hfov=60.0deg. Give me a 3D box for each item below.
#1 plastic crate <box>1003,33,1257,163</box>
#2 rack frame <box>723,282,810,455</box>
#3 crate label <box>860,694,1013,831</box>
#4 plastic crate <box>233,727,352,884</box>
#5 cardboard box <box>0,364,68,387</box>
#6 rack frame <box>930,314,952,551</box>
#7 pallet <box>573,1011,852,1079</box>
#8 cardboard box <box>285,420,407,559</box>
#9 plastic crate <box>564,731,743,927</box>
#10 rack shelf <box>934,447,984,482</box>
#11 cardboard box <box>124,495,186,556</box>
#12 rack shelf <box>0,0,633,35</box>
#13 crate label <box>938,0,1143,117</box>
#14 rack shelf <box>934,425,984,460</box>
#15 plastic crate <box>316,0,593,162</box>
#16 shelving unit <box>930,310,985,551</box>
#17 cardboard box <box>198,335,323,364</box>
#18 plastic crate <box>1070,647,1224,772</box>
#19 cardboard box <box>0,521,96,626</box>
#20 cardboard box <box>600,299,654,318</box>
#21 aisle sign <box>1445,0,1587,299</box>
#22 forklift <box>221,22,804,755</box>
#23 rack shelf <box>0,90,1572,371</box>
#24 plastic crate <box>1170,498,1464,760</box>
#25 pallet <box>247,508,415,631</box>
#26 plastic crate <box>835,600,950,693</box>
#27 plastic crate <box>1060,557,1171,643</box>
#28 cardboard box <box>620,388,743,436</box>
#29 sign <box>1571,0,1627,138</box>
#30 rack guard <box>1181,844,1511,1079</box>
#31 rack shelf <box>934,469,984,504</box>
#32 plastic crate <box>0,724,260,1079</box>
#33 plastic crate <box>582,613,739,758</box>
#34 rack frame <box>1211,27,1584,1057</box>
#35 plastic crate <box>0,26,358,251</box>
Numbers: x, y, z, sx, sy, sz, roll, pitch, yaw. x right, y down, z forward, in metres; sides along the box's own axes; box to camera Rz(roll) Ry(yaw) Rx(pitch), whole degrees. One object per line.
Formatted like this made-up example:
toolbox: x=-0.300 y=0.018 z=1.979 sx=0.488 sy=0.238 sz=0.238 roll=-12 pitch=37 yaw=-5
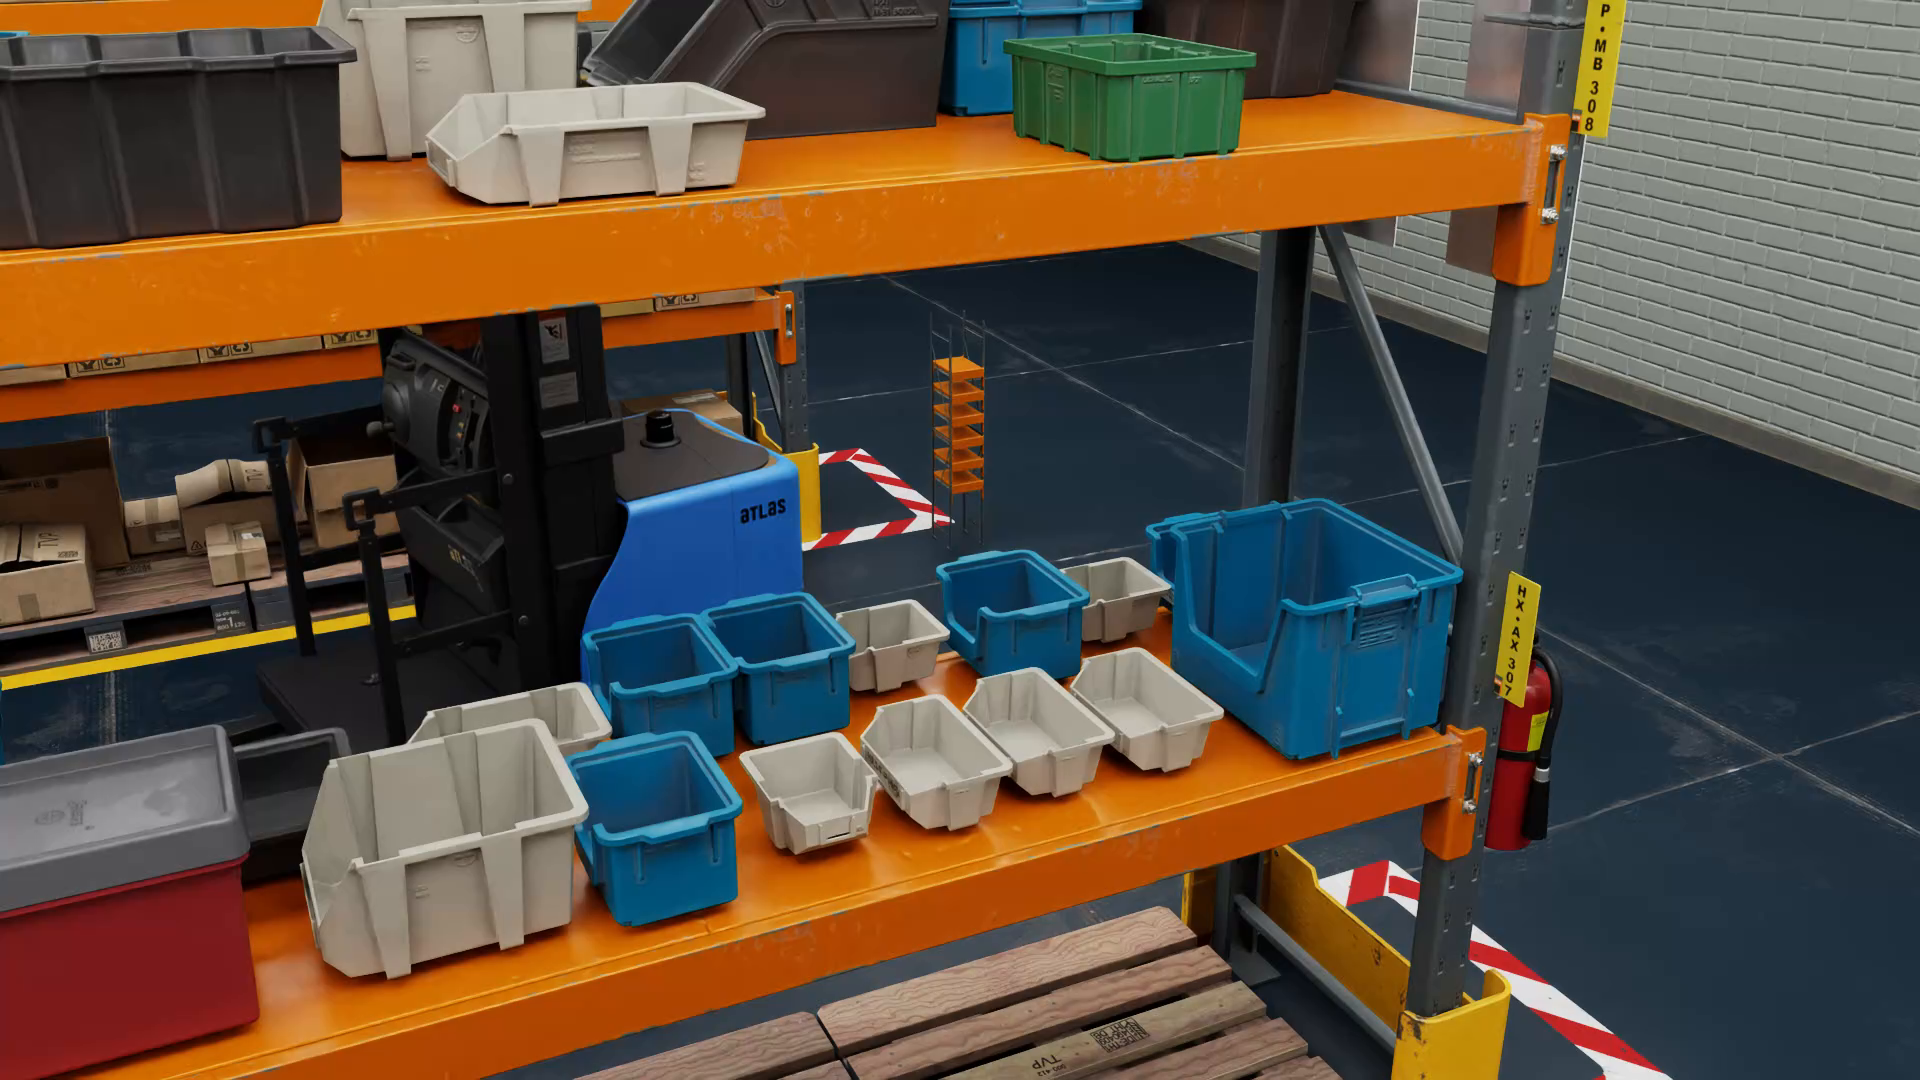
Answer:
plastic crate: x=0.331 y=-0.895 z=3.346 sx=0.336 sy=0.188 sz=0.450 roll=-10 pitch=25 yaw=-24
rack frame: x=-1.050 y=-1.577 z=8.638 sx=0.127 sy=3.000 sz=1.000 roll=-10 pitch=25 yaw=-24
crate label: x=-0.069 y=0.520 z=3.837 sx=0.243 sy=0.136 sz=0.396 roll=-10 pitch=25 yaw=-24
plastic crate: x=-1.617 y=0.615 z=3.623 sx=0.590 sy=0.125 sz=0.437 roll=-10 pitch=25 yaw=-24
cardboard box: x=-4.076 y=-0.950 z=6.993 sx=0.500 sy=0.500 sz=0.500 roll=-10 pitch=24 yaw=-22
rack frame: x=-0.095 y=-0.537 z=8.478 sx=0.006 sy=1.200 sz=0.240 roll=-10 pitch=25 yaw=-24
pallet: x=-0.762 y=1.744 z=4.262 sx=1.213 sy=0.211 sz=1.003 roll=-10 pitch=25 yaw=-24
cardboard box: x=-2.963 y=-0.277 z=8.185 sx=0.637 sy=0.503 sz=0.797 roll=-10 pitch=25 yaw=-24
plastic crate: x=-0.644 y=0.609 z=3.496 sx=0.300 sy=0.233 sz=0.416 roll=-10 pitch=25 yaw=-24
rack shelf: x=-0.013 y=-0.400 z=8.578 sx=0.180 sy=0.103 sz=0.258 roll=-10 pitch=25 yaw=-24
cardboard box: x=-3.951 y=-0.075 z=8.160 sx=0.250 sy=0.149 sz=0.380 roll=-10 pitch=25 yaw=-24
rack shelf: x=-2.852 y=-2.299 z=7.400 sx=4.000 sy=0.370 sz=1.077 roll=-10 pitch=25 yaw=-24
crate label: x=0.124 y=-1.145 z=3.866 sx=0.502 sy=0.251 sz=0.408 roll=-10 pitch=25 yaw=-24
rack shelf: x=-0.013 y=-0.511 z=8.532 sx=0.180 sy=0.103 sz=0.258 roll=-10 pitch=25 yaw=-24
plastic crate: x=-1.035 y=-0.939 z=3.330 sx=0.530 sy=0.282 sz=0.437 roll=-10 pitch=25 yaw=-24
shelving unit: x=-0.013 y=-0.552 z=8.515 sx=0.189 sy=1.200 sz=0.258 roll=-10 pitch=25 yaw=-24
cardboard box: x=-3.165 y=-1.118 z=7.399 sx=0.500 sy=0.500 sz=0.500 roll=-11 pitch=25 yaw=-24
plastic crate: x=0.439 y=0.423 z=4.074 sx=0.243 sy=0.136 sz=0.396 roll=-10 pitch=25 yaw=-24
cardboard box: x=-4.182 y=0.131 z=7.453 sx=0.500 sy=0.311 sz=0.500 roll=-10 pitch=25 yaw=-24
cardboard box: x=-1.801 y=-1.368 z=8.001 sx=0.500 sy=0.500 sz=0.500 roll=-10 pitch=25 yaw=-23
aisle sign: x=1.287 y=-0.981 z=3.800 sx=0.004 sy=0.787 sz=0.394 roll=-10 pitch=25 yaw=-24
forklift: x=-2.110 y=-0.473 z=6.060 sx=3.031 sy=2.935 sz=1.130 roll=-17 pitch=28 yaw=-35
rack shelf: x=-0.707 y=-0.591 z=3.275 sx=4.000 sy=0.370 sz=1.077 roll=-10 pitch=25 yaw=-24
plastic crate: x=0.875 y=0.207 z=4.204 sx=0.499 sy=0.435 sz=0.616 roll=-10 pitch=25 yaw=-24
pallet: x=-2.934 y=0.058 z=8.335 sx=1.213 sy=0.211 sz=1.003 roll=-10 pitch=25 yaw=-24
plastic crate: x=-0.206 y=0.290 z=4.395 sx=0.298 sy=0.136 sz=0.250 roll=-10 pitch=25 yaw=-24
plastic crate: x=0.405 y=0.177 z=4.667 sx=0.298 sy=0.136 sz=0.250 roll=-10 pitch=25 yaw=-24
cardboard box: x=-1.433 y=-0.450 z=8.608 sx=0.500 sy=0.500 sz=0.500 roll=-10 pitch=25 yaw=-24
sign: x=1.349 y=-1.020 z=3.507 sx=0.005 sy=0.325 sz=0.100 roll=-10 pitch=25 yaw=-24
rack guard: x=1.111 y=1.277 z=5.011 sx=0.348 sy=0.500 sz=1.175 roll=-10 pitch=25 yaw=-24
rack shelf: x=-0.013 y=-0.289 z=8.624 sx=0.180 sy=0.103 sz=0.258 roll=-10 pitch=25 yaw=-24
plastic crate: x=-1.596 y=0.675 z=3.034 sx=0.583 sy=0.464 sz=0.402 roll=-10 pitch=25 yaw=-24
plastic crate: x=-0.727 y=0.376 z=4.060 sx=0.300 sy=0.233 sz=0.416 roll=-10 pitch=25 yaw=-24
rack frame: x=1.095 y=0.131 z=4.512 sx=0.127 sy=3.000 sz=1.000 roll=-10 pitch=25 yaw=-24
plastic crate: x=-1.271 y=-0.643 z=2.630 sx=0.590 sy=0.269 sz=0.497 roll=-10 pitch=25 yaw=-24
